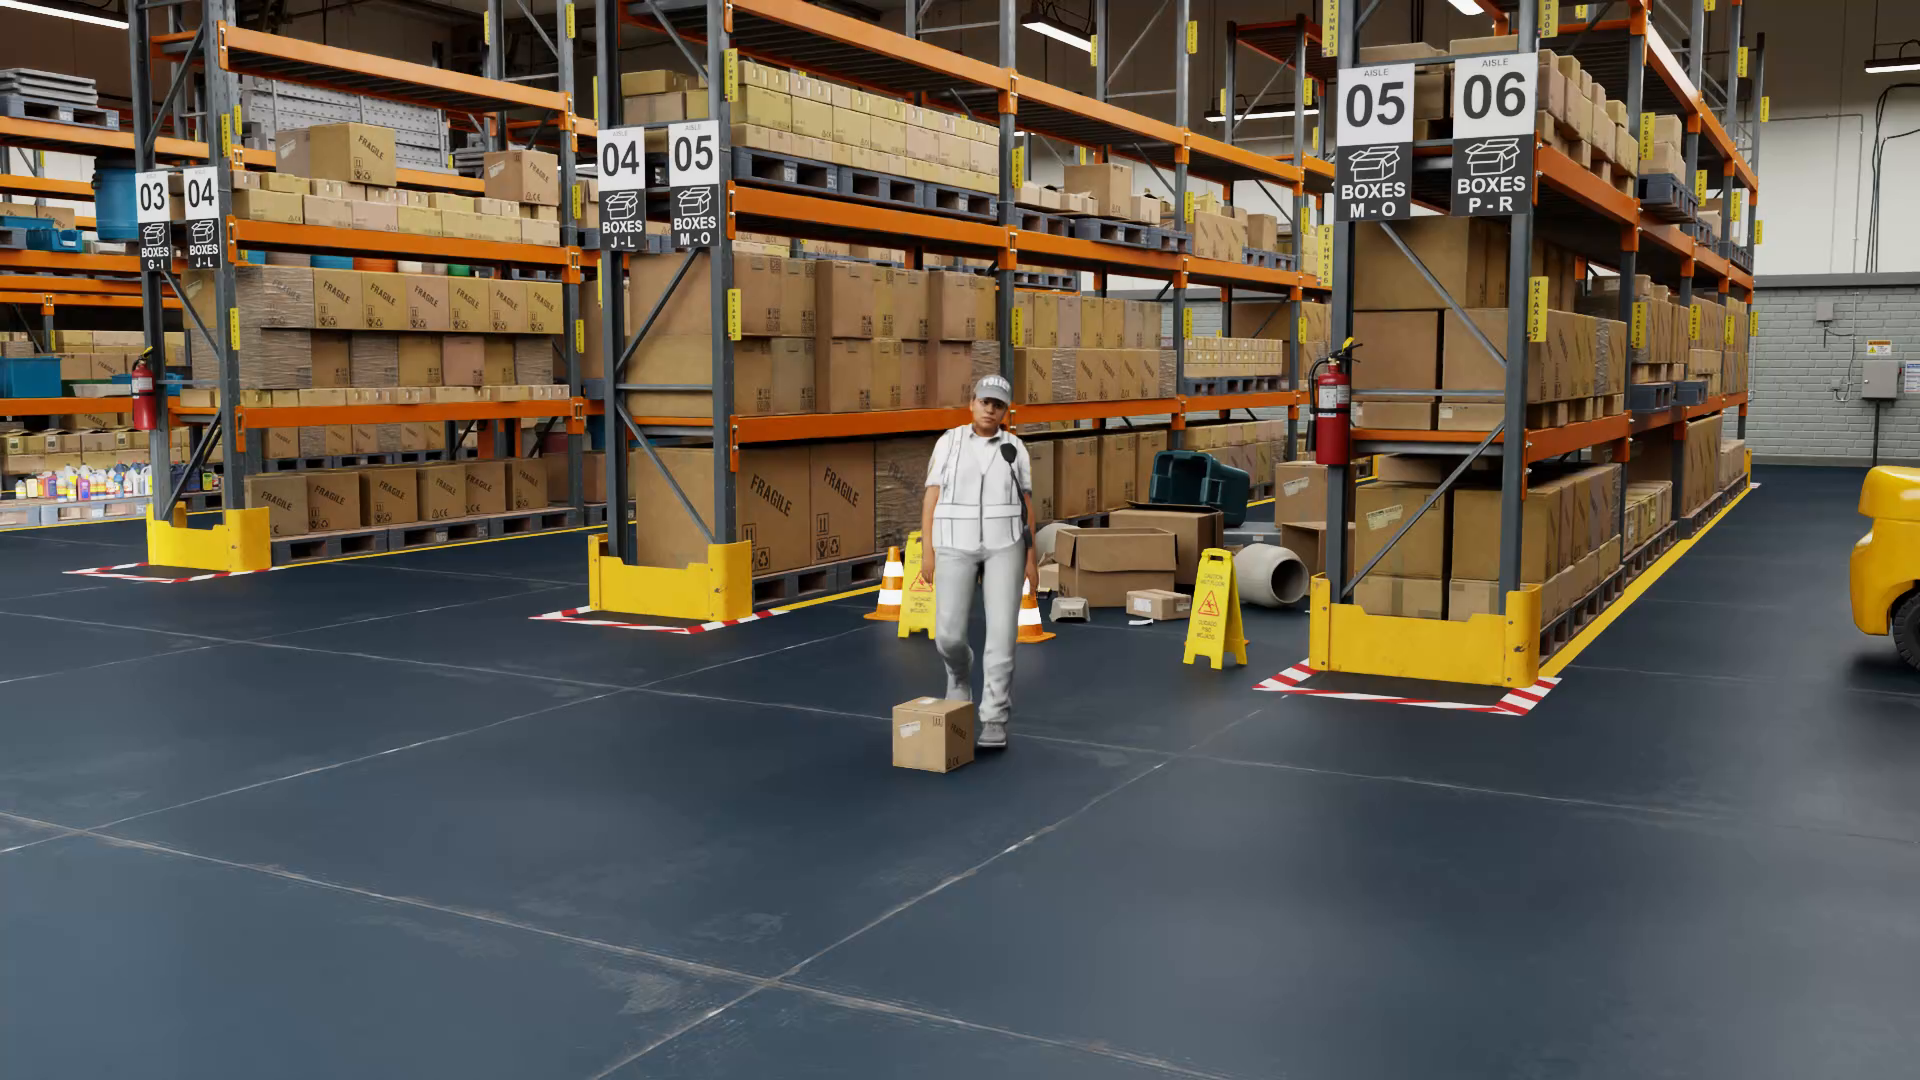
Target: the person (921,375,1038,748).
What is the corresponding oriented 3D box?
[{"bbox_3d":[0.091,0.068,7.378,0.525,1.595,0.757,0,6,-3],"label":"person"}]
